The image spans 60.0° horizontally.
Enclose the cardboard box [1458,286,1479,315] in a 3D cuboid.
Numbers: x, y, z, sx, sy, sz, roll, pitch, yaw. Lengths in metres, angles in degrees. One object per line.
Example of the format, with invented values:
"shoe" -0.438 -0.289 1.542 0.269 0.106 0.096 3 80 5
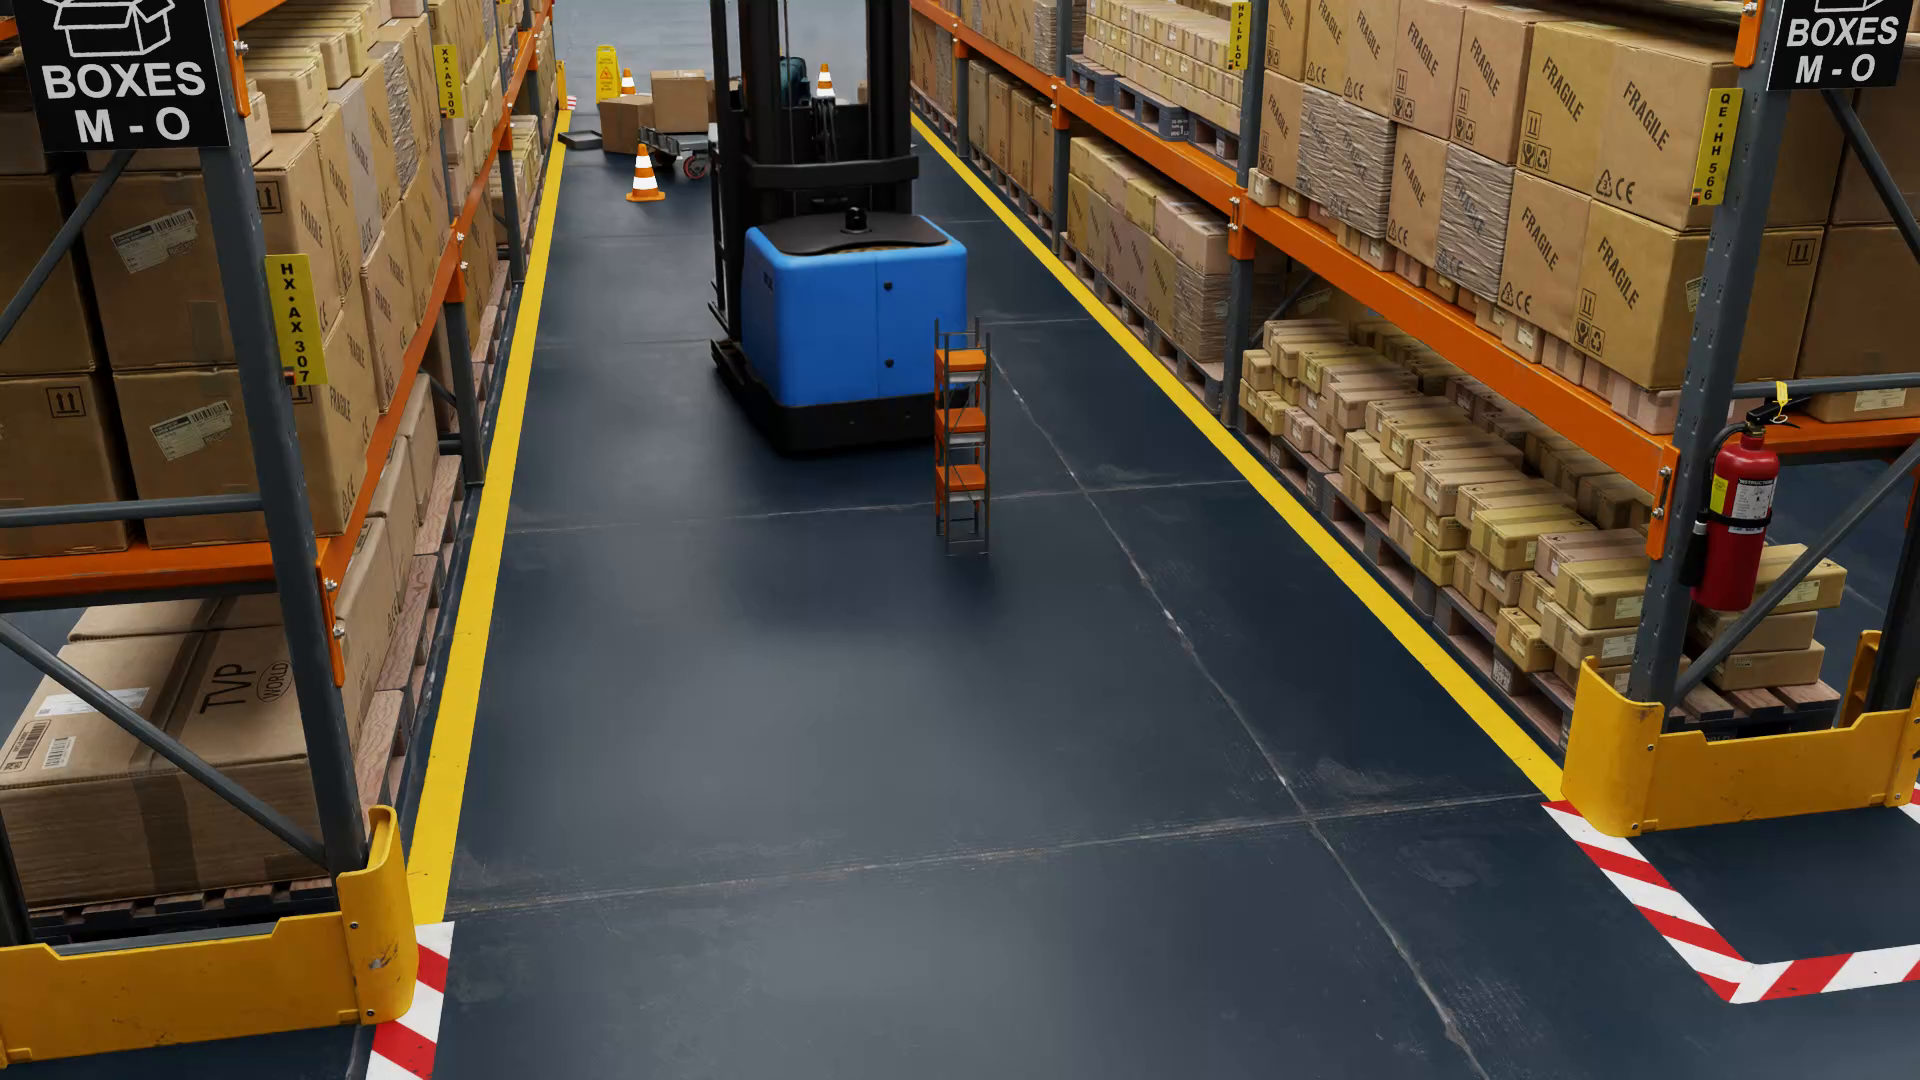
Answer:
"cardboard box" 2.198 -0.972 6.543 0.380 0.149 0.250 -5 24 -12

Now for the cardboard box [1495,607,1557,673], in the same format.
"cardboard box" 2.238 0.362 6.211 0.380 0.149 0.250 -4 24 -8

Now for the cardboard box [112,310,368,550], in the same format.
"cardboard box" -1.965 -0.317 4.603 0.500 0.500 0.500 -4 24 -10

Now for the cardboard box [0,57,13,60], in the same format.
"cardboard box" -9.224 -4.413 15.768 0.500 0.250 0.500 -3 24 -8

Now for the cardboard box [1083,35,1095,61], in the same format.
"cardboard box" 1.092 -3.500 11.805 0.380 0.149 0.250 -5 24 -10

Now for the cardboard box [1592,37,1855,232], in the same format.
"cardboard box" 2.358 -1.269 5.162 0.500 0.500 0.500 -5 24 -11

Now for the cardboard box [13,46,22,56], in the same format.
"cardboard box" -2.712 -1.486 5.221 0.380 0.149 0.250 -4 24 -8

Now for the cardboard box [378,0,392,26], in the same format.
"cardboard box" -2.587 -2.226 6.915 0.380 0.149 0.250 -4 24 -8

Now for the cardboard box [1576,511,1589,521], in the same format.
"cardboard box" 2.632 -0.122 6.948 0.380 0.149 0.250 -5 24 -12

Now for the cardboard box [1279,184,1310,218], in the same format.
"cardboard box" 1.799 -1.693 8.194 0.380 0.149 0.250 -4 24 -8

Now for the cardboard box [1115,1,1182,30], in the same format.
"cardboard box" 1.245 -3.461 10.973 0.380 0.149 0.250 -5 24 -12

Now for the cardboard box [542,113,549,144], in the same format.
"cardboard box" -4.221 -3.965 15.992 0.500 0.250 0.500 -5 24 -12

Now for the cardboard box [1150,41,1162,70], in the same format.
"cardboard box" 1.393 -3.010 10.312 0.380 0.149 0.250 -3 24 -8

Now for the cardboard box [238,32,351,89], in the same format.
"cardboard box" -2.178 -1.534 5.329 0.380 0.149 0.250 -4 24 -9

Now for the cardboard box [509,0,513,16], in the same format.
"cardboard box" -3.787 -4.386 13.024 0.500 0.500 0.500 -5 24 -12

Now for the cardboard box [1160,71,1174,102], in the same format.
"cardboard box" 1.436 -2.771 10.137 0.380 0.149 0.250 -3 24 -7

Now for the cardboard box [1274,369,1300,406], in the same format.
"cardboard box" 1.835 -0.804 8.508 0.380 0.149 0.250 -4 24 -9

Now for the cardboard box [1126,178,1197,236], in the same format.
"cardboard box" 1.368 -2.115 10.507 0.500 0.250 0.500 -5 24 -12

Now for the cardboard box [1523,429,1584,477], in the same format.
"cardboard box" 2.662 -0.373 7.150 0.380 0.149 0.250 -4 24 -9

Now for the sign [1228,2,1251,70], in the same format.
"sign" 1.403 -2.528 8.345 0.100 0.325 0.005 -4 24 -10

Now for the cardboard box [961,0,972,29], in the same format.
"cardboard box" 0.301 -5.006 15.340 0.500 0.500 0.500 -4 24 -9

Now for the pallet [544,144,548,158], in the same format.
"pallet" -4.537 -3.765 16.106 1.003 0.211 1.213 -4 24 -10

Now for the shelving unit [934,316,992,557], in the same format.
"shelving unit" 0.010 -0.460 7.492 0.215 1.050 0.252 -4 24 -10

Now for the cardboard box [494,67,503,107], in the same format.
"cardboard box" -3.289 -2.959 10.965 0.500 0.250 0.500 -5 24 -12

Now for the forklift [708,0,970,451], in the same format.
"forklift" -0.887 -2.370 9.515 1.130 2.935 3.031 -7 25 -16

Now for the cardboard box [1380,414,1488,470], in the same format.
"cardboard box" 2.072 -0.432 7.284 0.380 0.149 0.250 -4 24 -9

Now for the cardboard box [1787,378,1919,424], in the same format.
"cardboard box" 2.950 -0.504 5.469 0.380 0.149 0.250 -4 24 -10

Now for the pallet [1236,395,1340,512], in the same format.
"pallet" 2.107 -0.501 8.633 1.003 0.211 1.213 -4 24 -10

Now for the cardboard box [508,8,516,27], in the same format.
"cardboard box" -3.837 -4.274 13.577 0.380 0.149 0.250 -4 24 -10

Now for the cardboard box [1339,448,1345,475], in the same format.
"cardboard box" 2.026 -0.361 7.867 0.380 0.149 0.250 -5 24 -12

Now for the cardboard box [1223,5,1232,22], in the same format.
"cardboard box" 1.934 -3.403 10.839 0.380 0.149 0.250 -4 24 -10

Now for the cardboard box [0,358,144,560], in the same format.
"cardboard box" -2.508 -0.277 4.511 0.500 0.500 0.500 -4 24 -9

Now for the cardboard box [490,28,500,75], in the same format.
"cardboard box" -3.299 -3.196 10.883 0.500 0.250 0.500 -4 24 -10

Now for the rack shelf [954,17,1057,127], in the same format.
"rack shelf" 0.838 -4.071 14.222 1.077 0.370 4.000 -4 24 -10

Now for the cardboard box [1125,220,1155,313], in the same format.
"cardboard box" 1.378 -1.764 10.639 0.500 0.500 0.500 -5 24 -11

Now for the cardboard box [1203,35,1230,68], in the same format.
"cardboard box" 1.585 -2.741 9.324 0.380 0.149 0.250 -5 24 -11

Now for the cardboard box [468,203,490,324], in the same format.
"cardboard box" -3.431 -1.797 10.248 0.875 0.875 0.875 -4 24 -9

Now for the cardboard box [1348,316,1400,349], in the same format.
"cardboard box" 2.269 -1.078 8.765 0.380 0.149 0.250 -4 24 -8

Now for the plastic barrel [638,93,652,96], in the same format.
"plastic barrel" -3.247 -4.473 17.463 0.512 0.421 0.421 13 27 27

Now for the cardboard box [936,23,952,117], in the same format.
"cardboard box" 0.250 -5.013 17.609 0.875 0.875 0.875 -4 24 -9

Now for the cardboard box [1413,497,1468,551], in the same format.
"cardboard box" 2.103 -0.083 6.857 0.380 0.149 0.250 -4 24 -9

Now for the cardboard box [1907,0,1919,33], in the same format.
"cardboard box" 6.469 -3.638 10.954 0.797 0.503 0.637 -4 24 -8

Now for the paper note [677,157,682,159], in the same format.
"paper note" -2.799 -3.755 16.310 0.148 0.019 0.142 -4 24 -10

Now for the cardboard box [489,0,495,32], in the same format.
"cardboard box" -3.285 -3.528 10.705 0.500 0.500 0.500 -5 24 -11

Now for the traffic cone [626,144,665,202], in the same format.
"traffic cone" -2.772 -3.234 14.577 0.336 0.463 0.334 -4 24 -10

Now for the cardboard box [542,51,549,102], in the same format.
"cardboard box" -4.332 -4.519 16.322 0.500 0.500 0.500 -3 24 -8

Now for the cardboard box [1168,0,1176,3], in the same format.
"cardboard box" 1.390 -3.856 12.706 0.500 0.500 0.500 -4 24 -9

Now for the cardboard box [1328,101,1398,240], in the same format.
"cardboard box" 1.948 -1.614 7.202 0.500 0.500 0.500 -5 24 -11

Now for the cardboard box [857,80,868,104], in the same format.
"cardboard box" -0.827 -4.577 17.603 0.500 0.500 0.500 0 24 -1

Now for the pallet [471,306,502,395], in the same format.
"pallet" -3.344 -1.135 10.085 1.003 0.211 1.213 -4 24 -10

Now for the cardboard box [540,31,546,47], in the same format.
"cardboard box" -4.335 -4.968 16.540 0.380 0.149 0.250 -3 24 -7

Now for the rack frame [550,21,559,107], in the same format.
"rack frame" -5.117 -6.354 18.551 1.000 3.000 0.127 -4 24 -10

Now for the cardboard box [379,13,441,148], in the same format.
"cardboard box" -2.540 -1.973 7.146 0.500 0.500 0.500 -5 24 -10

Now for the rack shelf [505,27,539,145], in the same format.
"rack shelf" -4.008 -3.665 13.292 1.077 0.370 4.000 -4 24 -10

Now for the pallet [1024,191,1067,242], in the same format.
"pallet" 1.136 -2.652 13.557 1.003 0.211 1.213 -4 24 -10

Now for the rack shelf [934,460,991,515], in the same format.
"rack shelf" 0.010 -0.196 7.607 0.215 0.259 0.240 -4 24 -10
